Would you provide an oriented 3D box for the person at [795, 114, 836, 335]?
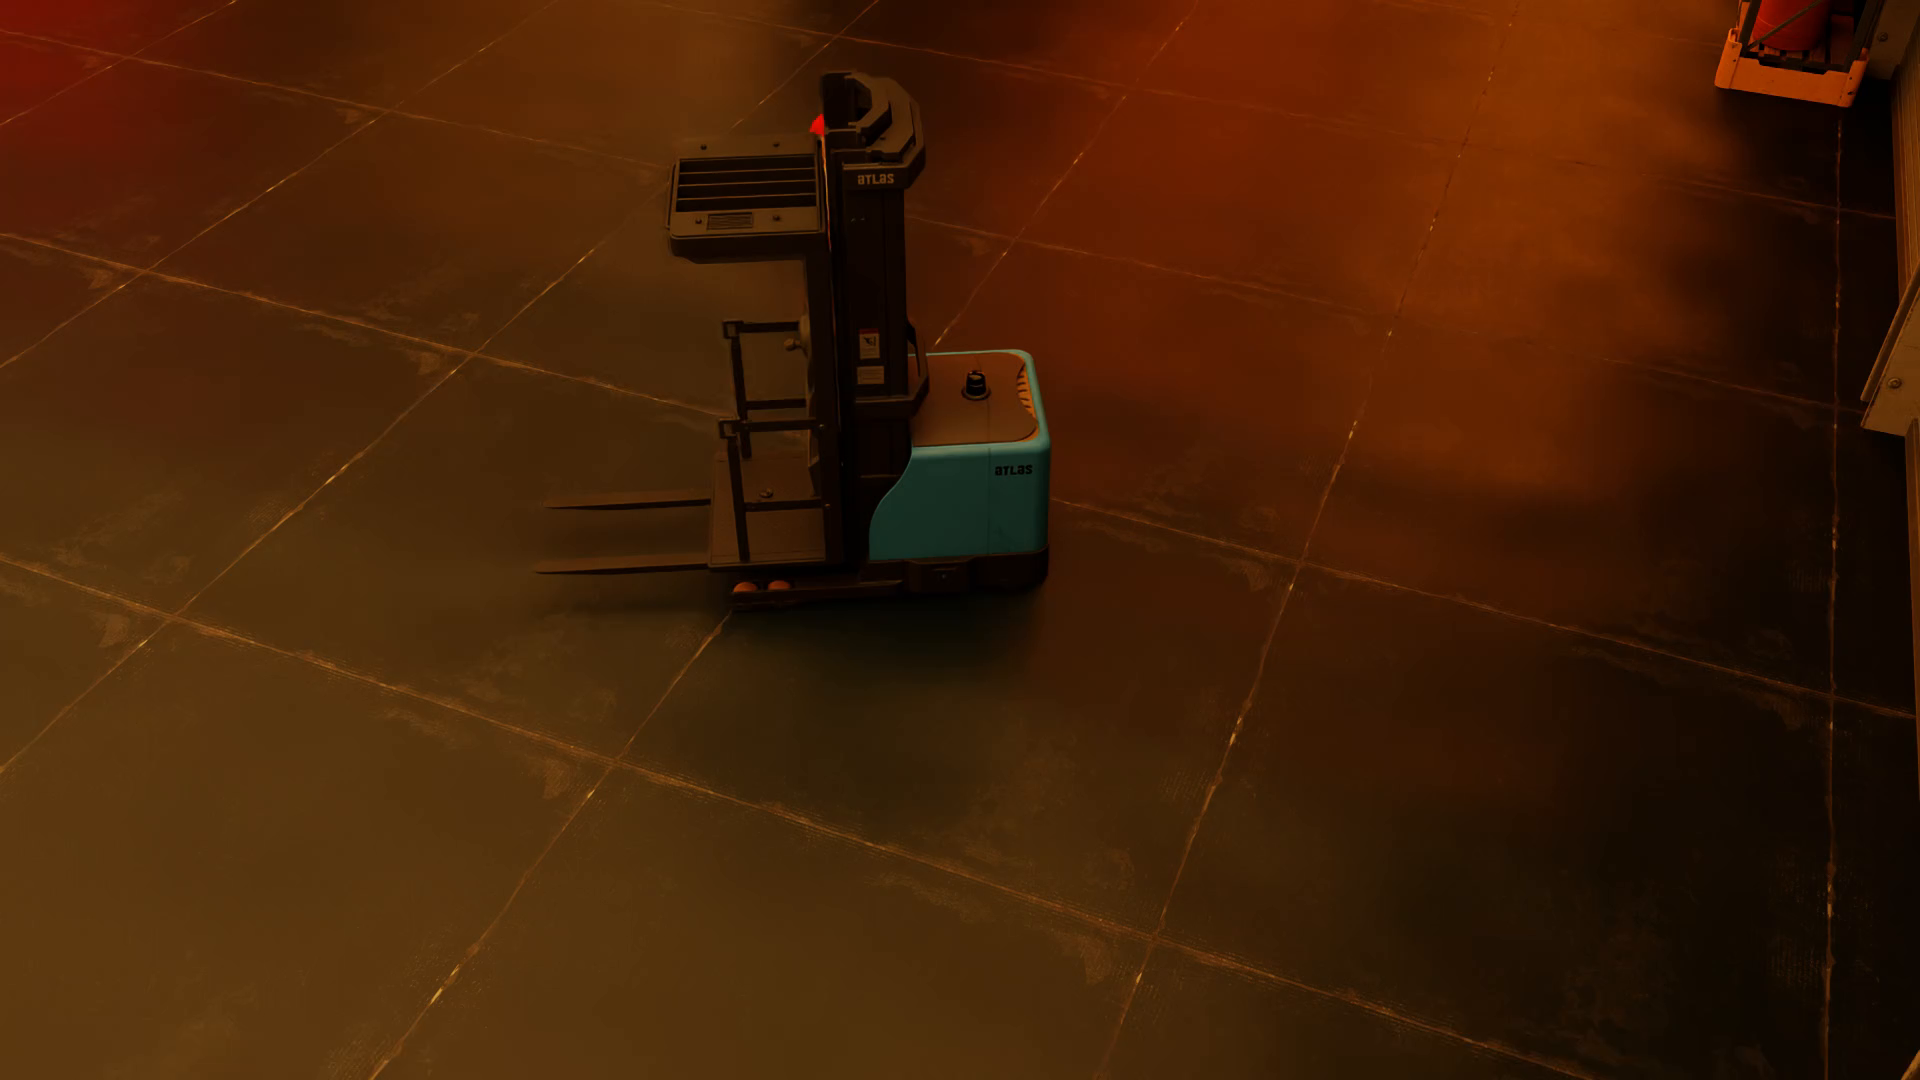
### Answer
[{"bbox_3d":[-0.902,-2.112,11.477,0.518,1.732,0.755,-18,43,-20],"label":"person"}]

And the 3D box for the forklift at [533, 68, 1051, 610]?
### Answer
[{"bbox_3d":[-1.020,-1.067,9.281,3.031,2.935,1.130,-3,40,-4],"label":"forklift"}]
